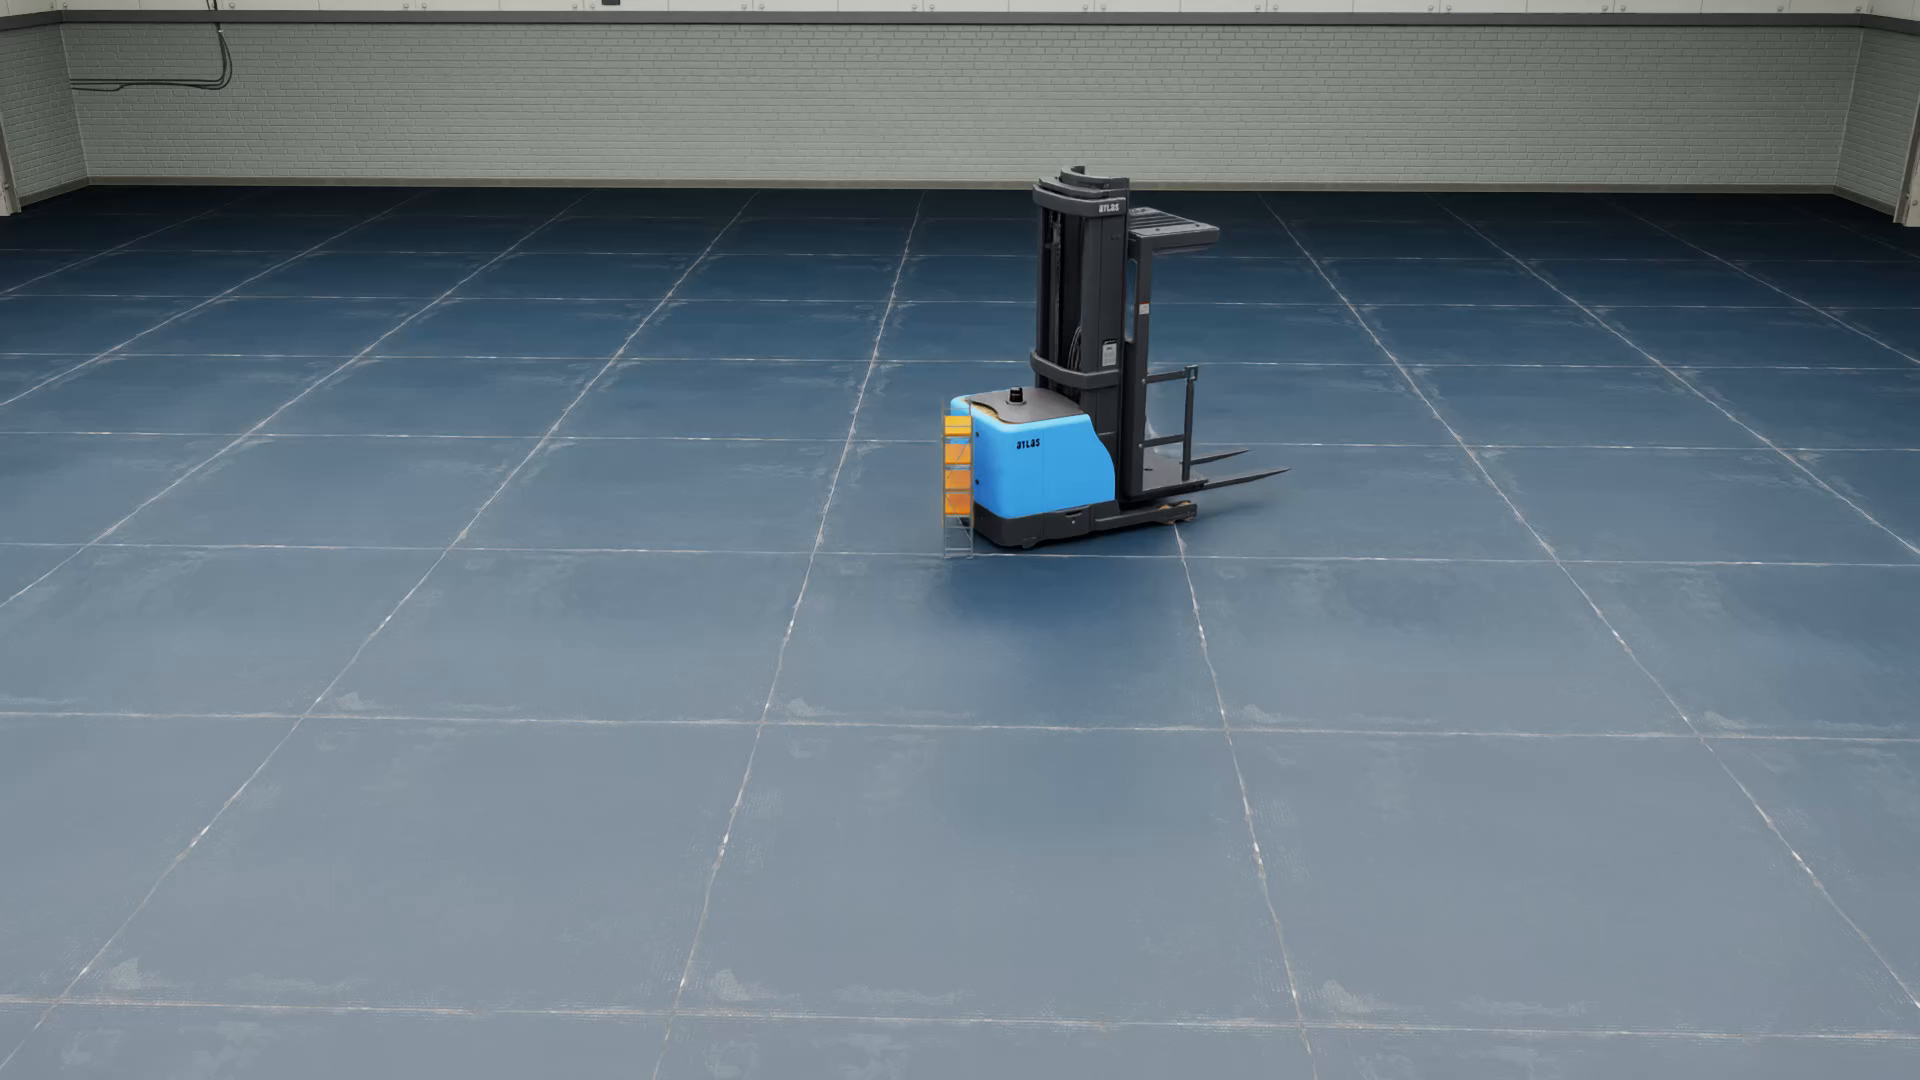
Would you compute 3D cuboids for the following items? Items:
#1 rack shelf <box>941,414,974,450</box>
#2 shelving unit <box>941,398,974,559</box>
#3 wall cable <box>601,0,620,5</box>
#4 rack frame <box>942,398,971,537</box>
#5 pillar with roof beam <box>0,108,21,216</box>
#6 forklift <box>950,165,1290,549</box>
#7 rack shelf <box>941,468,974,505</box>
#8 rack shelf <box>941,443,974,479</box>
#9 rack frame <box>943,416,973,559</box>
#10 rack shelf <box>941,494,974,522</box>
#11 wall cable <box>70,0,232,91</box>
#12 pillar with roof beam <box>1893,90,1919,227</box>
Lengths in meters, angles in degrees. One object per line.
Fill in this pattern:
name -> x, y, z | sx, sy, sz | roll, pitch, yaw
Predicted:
rack shelf -> -0.023, -0.863, 13.300 | 0.258, 0.148, 0.480 | -1, 21, -1
shelving unit -> -0.023, -0.496, 13.443 | 0.258, 1.200, 0.503 | -1, 21, -1
wall cable -> -5.145, -12.210, 28.150 | 2.305, 6.003, 0.169 | 1, 21, 2
rack frame -> -0.029, -0.584, 13.670 | 0.240, 1.200, 0.015 | -1, 21, -1
pillar with roof beam -> -11.741, -9.637, 26.219 | 9.100, 9.000, 0.400 | 1, 21, 2
forklift -> 1.456, -1.652, 14.028 | 3.031, 2.935, 1.130 | -11, 24, -25
rack shelf -> -0.023, -0.434, 13.467 | 0.258, 0.148, 0.480 | -1, 21, -1
rack shelf -> -0.023, -0.642, 13.386 | 0.258, 0.148, 0.480 | -1, 21, -1
rack frame -> -0.017, -0.408, 13.215 | 0.240, 1.200, 0.015 | -1, 21, -1
rack shelf -> -0.023, -0.248, 13.539 | 0.258, 0.148, 0.480 | -1, 21, -1
wall cable -> -14.633, -9.287, 29.611 | 3.097, 2.526, 0.112 | 1, 21, 2
pillar with roof beam -> 11.138, -9.385, 25.570 | 9.100, 9.000, 0.400 | 1, 21, 2
